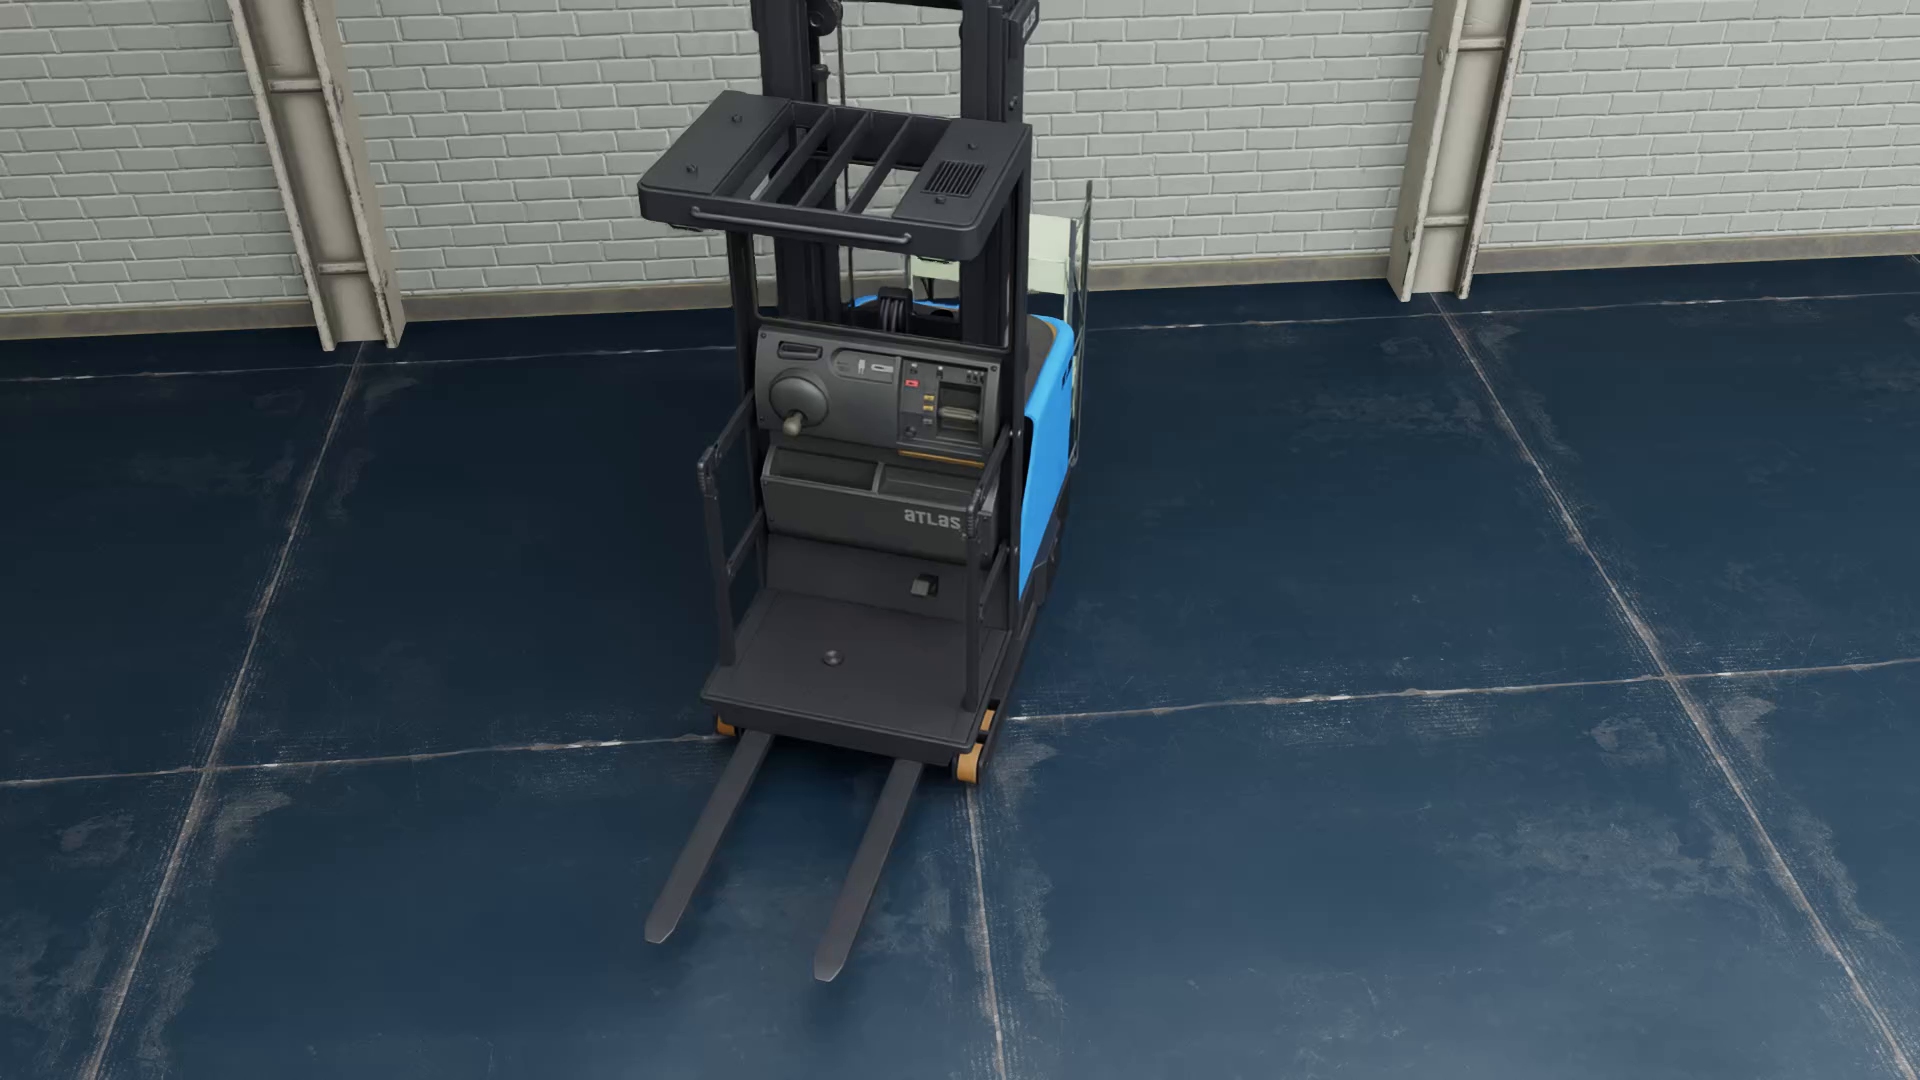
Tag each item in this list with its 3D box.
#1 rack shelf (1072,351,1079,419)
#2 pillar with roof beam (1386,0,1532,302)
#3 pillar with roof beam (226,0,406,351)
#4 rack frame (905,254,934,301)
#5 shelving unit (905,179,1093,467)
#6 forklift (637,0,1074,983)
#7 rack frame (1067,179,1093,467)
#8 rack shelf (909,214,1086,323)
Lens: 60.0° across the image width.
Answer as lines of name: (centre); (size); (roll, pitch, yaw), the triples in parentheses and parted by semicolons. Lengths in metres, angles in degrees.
rack shelf: (0.173, -0.683, 7.932); (0.720, 0.370, 0.431); (9, 39, 11)
pillar with roof beam: (3.073, -2.341, 3.452); (0.400, 9.000, 9.100); (-3, 38, -4)
pillar with roof beam: (-2.903, -2.012, 3.035); (0.400, 9.000, 9.100); (-3, 38, -4)
rack frame: (-0.182, -0.996, 7.801); (0.023, 1.500, 0.400); (9, 39, 11)
shelving unit: (0.173, -0.939, 7.730); (0.755, 1.500, 0.431); (9, 39, 11)
forklift: (-0.363, -0.465, 5.973); (1.130, 2.935, 3.031); (9, 39, 12)
rack frame: (0.528, -0.883, 7.658); (0.023, 1.500, 0.400); (9, 39, 11)
rack shelf: (0.173, -1.246, 7.488); (0.720, 0.370, 0.431); (9, 39, 11)
